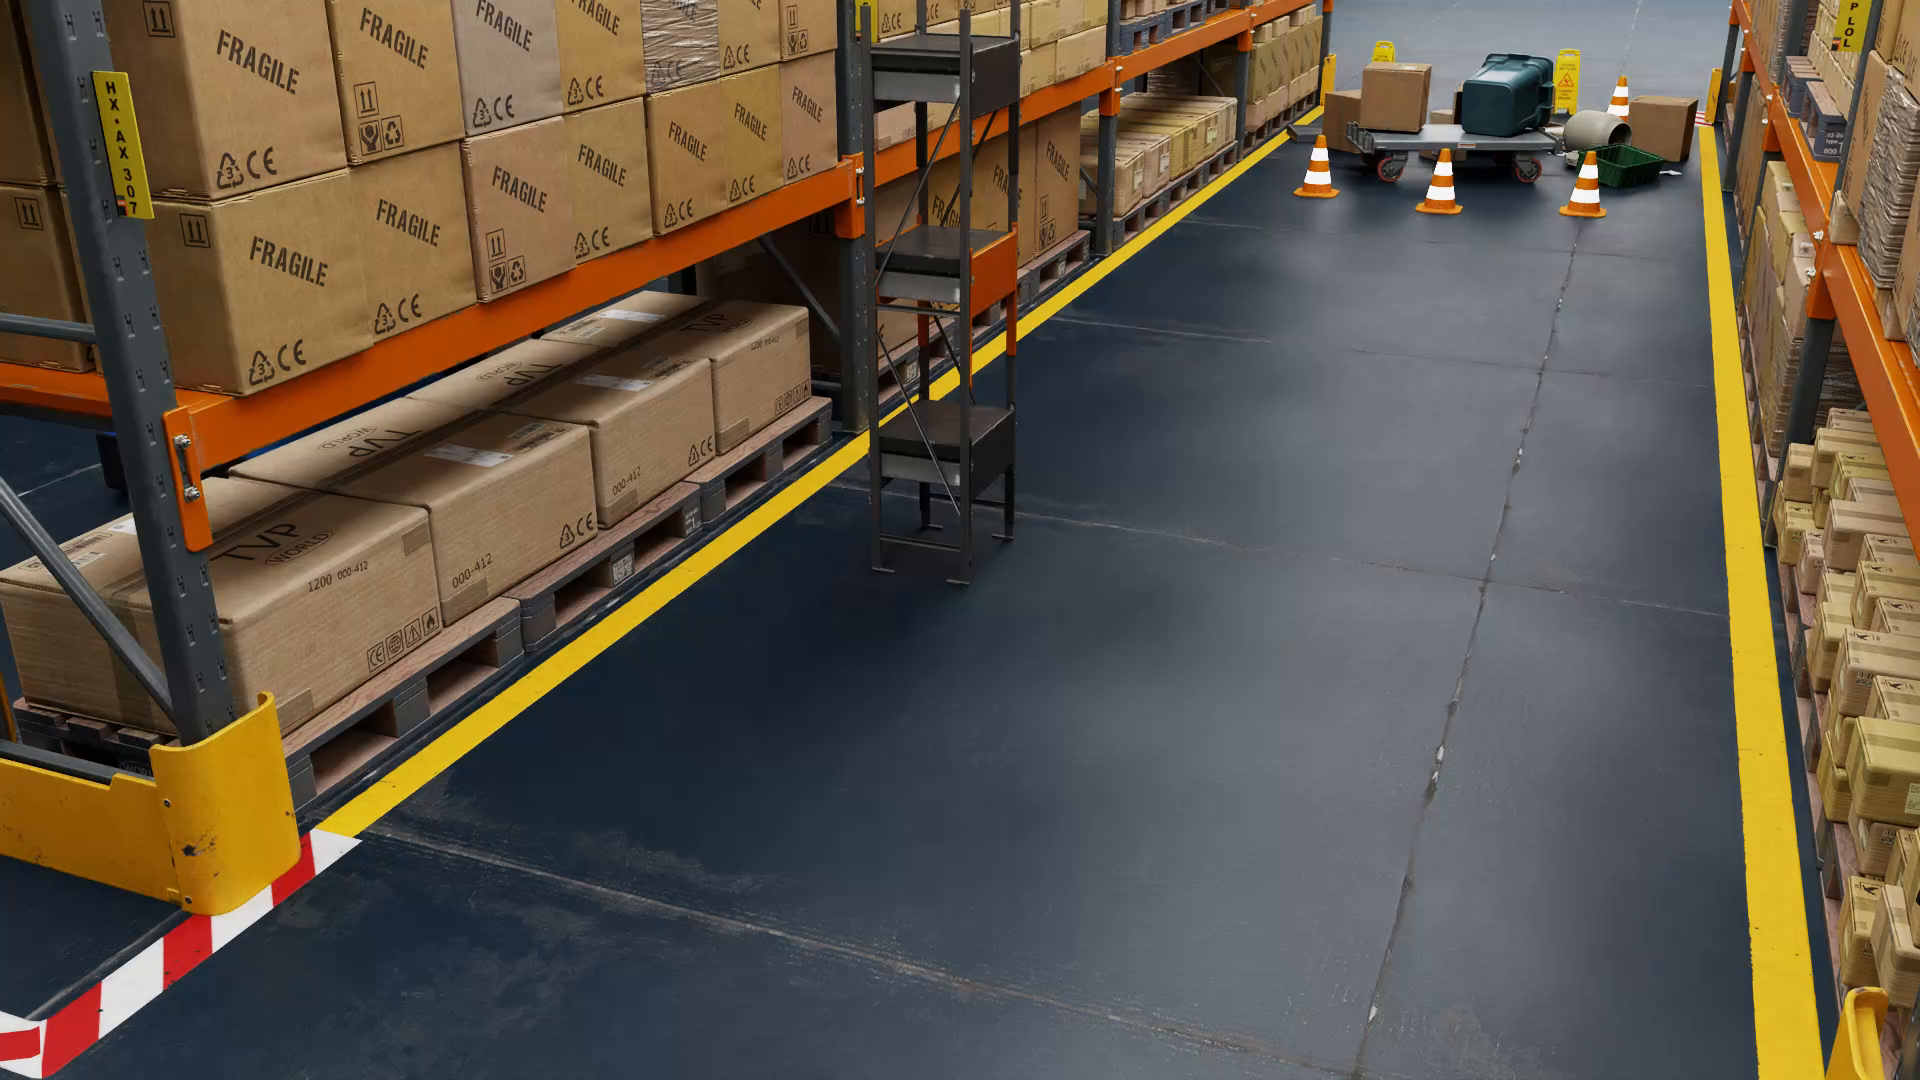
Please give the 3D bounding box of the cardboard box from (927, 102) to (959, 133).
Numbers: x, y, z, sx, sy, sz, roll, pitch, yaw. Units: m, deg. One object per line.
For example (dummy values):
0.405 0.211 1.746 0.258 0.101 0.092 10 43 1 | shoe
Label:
-0.325 -2.206 8.335 0.500 0.250 0.500 8 24 19 | cardboard box

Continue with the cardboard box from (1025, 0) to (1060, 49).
0.259 -2.984 9.547 0.500 0.250 0.500 8 24 19 | cardboard box

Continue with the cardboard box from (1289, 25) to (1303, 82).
3.093 -4.845 16.507 0.500 0.500 0.500 8 24 19 | cardboard box

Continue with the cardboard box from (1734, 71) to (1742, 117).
7.651 -4.238 15.217 0.875 0.875 0.875 8 24 19 | cardboard box

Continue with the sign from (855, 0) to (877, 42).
-0.408 -2.328 7.205 0.100 0.325 0.005 9 24 20 | sign

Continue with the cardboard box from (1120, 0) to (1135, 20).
0.991 -3.666 11.415 0.380 0.149 0.250 7 24 17 | cardboard box

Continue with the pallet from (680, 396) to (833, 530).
-1.279 -0.423 7.488 1.003 0.211 1.213 9 24 20 | pallet

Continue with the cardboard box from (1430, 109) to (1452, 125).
4.922 -4.191 16.591 0.250 0.149 0.380 -17 28 -35 | cardboard box

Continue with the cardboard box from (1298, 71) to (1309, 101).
3.283 -4.678 17.079 0.500 0.250 0.500 9 24 20 | cardboard box

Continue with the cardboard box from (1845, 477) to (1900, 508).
3.108 -0.073 5.415 0.380 0.149 0.250 8 24 19 | cardboard box

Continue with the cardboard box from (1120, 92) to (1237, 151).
1.855 -3.626 14.405 0.950 0.372 0.625 9 24 21 | cardboard box

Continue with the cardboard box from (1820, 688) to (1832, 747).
2.641 0.563 4.665 0.380 0.149 0.250 9 24 21 | cardboard box

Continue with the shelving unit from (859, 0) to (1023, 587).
-0.061 -0.910 6.203 0.431 2.100 0.503 9 24 20 | shelving unit

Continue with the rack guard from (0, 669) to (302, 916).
-2.419 0.623 4.610 1.175 0.500 0.348 9 24 20 | rack guard

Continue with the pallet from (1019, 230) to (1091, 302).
0.199 -1.844 10.890 1.003 0.211 1.213 9 24 20 | pallet

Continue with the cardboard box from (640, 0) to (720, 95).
-1.220 -1.906 5.993 0.500 0.500 0.500 9 24 21 | cardboard box

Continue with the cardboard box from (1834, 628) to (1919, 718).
2.513 0.375 4.343 0.380 0.149 0.250 10 25 22 | cardboard box

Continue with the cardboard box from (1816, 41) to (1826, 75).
4.642 -2.483 8.585 0.380 0.149 0.250 10 25 23 | cardboard box

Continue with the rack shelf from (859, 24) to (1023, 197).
-0.062 -1.543 5.939 0.431 0.518 0.480 9 24 20 | rack shelf

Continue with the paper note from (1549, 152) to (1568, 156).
5.486 -3.535 15.184 0.172 0.023 0.155 19 29 38 | paper note

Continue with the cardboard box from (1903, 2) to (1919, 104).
2.921 -1.453 4.523 0.500 0.500 0.500 9 24 21 | cardboard box

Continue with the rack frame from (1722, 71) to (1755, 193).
6.681 -4.161 12.819 1.000 3.000 0.127 9 24 20 | rack frame

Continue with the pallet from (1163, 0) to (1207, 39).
1.259 -4.028 12.749 1.003 0.211 1.213 9 24 20 | pallet

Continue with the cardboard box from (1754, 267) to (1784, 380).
4.136 -1.006 7.964 0.500 0.500 0.500 8 24 19 | cardboard box

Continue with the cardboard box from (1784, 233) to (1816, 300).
3.954 -1.169 7.382 0.500 0.250 0.500 10 25 23 | cardboard box

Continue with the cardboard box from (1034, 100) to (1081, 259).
0.228 -2.380 10.768 0.875 0.875 0.875 9 24 20 | cardboard box

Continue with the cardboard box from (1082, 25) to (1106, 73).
0.615 -3.115 10.509 0.500 0.250 0.500 8 24 18 | cardboard box

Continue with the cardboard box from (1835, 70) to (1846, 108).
4.154 -2.013 7.458 0.380 0.149 0.250 10 25 22 | cardboard box

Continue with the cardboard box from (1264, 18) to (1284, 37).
2.809 -4.796 15.549 0.380 0.149 0.250 10 25 22 | cardboard box

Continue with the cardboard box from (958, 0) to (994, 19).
-0.142 -2.959 8.516 0.500 0.500 0.500 8 24 19 | cardboard box

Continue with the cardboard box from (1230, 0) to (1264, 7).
2.462 -4.784 14.638 0.380 0.149 0.250 9 24 20 | cardboard box

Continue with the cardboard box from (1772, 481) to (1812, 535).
3.276 -0.092 6.232 0.380 0.149 0.250 8 24 18 | cardboard box

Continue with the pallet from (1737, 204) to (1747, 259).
6.012 -2.149 11.621 1.003 0.211 1.213 9 24 20 | pallet

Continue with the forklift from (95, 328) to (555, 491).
-2.631 -1.978 7.683 1.130 2.935 3.031 9 24 21 | forklift

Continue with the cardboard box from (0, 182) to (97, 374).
-2.477 -0.796 4.633 0.500 0.500 0.500 9 24 20 | cardboard box

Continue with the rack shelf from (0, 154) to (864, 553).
-1.667 -0.923 6.001 1.077 0.370 4.000 9 24 20 | rack shelf

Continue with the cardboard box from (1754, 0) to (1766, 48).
5.861 -3.698 11.581 0.500 0.500 0.500 9 24 20 | cardboard box

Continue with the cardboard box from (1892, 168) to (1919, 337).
2.722 -0.791 4.236 0.500 0.500 0.500 10 25 23 | cardboard box

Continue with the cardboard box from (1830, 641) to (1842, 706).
2.639 0.426 4.607 0.380 0.149 0.250 10 25 23 | cardboard box

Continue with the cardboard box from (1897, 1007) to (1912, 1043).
2.225 1.037 3.530 0.380 0.149 0.250 9 24 21 | cardboard box

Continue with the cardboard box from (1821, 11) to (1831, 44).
4.634 -2.607 8.494 0.380 0.149 0.250 8 24 18 | cardboard box

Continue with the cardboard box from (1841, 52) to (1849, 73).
4.160 -2.156 7.415 0.380 0.149 0.250 9 24 20 | cardboard box

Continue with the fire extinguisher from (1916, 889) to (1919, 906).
1.701 0.365 2.568 0.296 0.674 0.183 9 24 20 | fire extinguisher

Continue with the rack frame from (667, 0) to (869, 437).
-0.924 -1.970 7.576 1.000 3.000 0.127 9 24 20 | rack frame

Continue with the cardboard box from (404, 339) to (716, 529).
-1.589 -0.452 6.720 0.875 0.438 0.875 8 24 18 | cardboard box

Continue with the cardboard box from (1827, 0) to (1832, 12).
4.651 -2.760 8.476 0.380 0.149 0.250 9 24 20 | cardboard box

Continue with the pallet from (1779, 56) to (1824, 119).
5.029 -2.371 8.782 1.213 0.211 1.003 9 24 20 | pallet

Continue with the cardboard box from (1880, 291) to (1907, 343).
2.856 -0.649 4.739 0.380 0.149 0.250 10 25 22 | cardboard box

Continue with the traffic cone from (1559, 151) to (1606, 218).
4.781 -2.726 12.677 0.336 0.463 0.334 9 24 20 | traffic cone

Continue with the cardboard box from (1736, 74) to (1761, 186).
6.534 -3.081 12.609 1.050 0.750 0.750 9 24 20 | cardboard box

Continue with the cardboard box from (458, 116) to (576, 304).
-1.598 -1.080 5.315 0.500 0.500 0.500 9 24 20 | cardboard box

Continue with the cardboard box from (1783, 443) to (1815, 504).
3.277 -0.230 6.176 0.380 0.149 0.250 10 25 22 | cardboard box

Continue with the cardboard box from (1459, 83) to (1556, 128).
5.231 -4.122 15.965 0.797 0.503 0.637 -7 24 -17 | cardboard box
